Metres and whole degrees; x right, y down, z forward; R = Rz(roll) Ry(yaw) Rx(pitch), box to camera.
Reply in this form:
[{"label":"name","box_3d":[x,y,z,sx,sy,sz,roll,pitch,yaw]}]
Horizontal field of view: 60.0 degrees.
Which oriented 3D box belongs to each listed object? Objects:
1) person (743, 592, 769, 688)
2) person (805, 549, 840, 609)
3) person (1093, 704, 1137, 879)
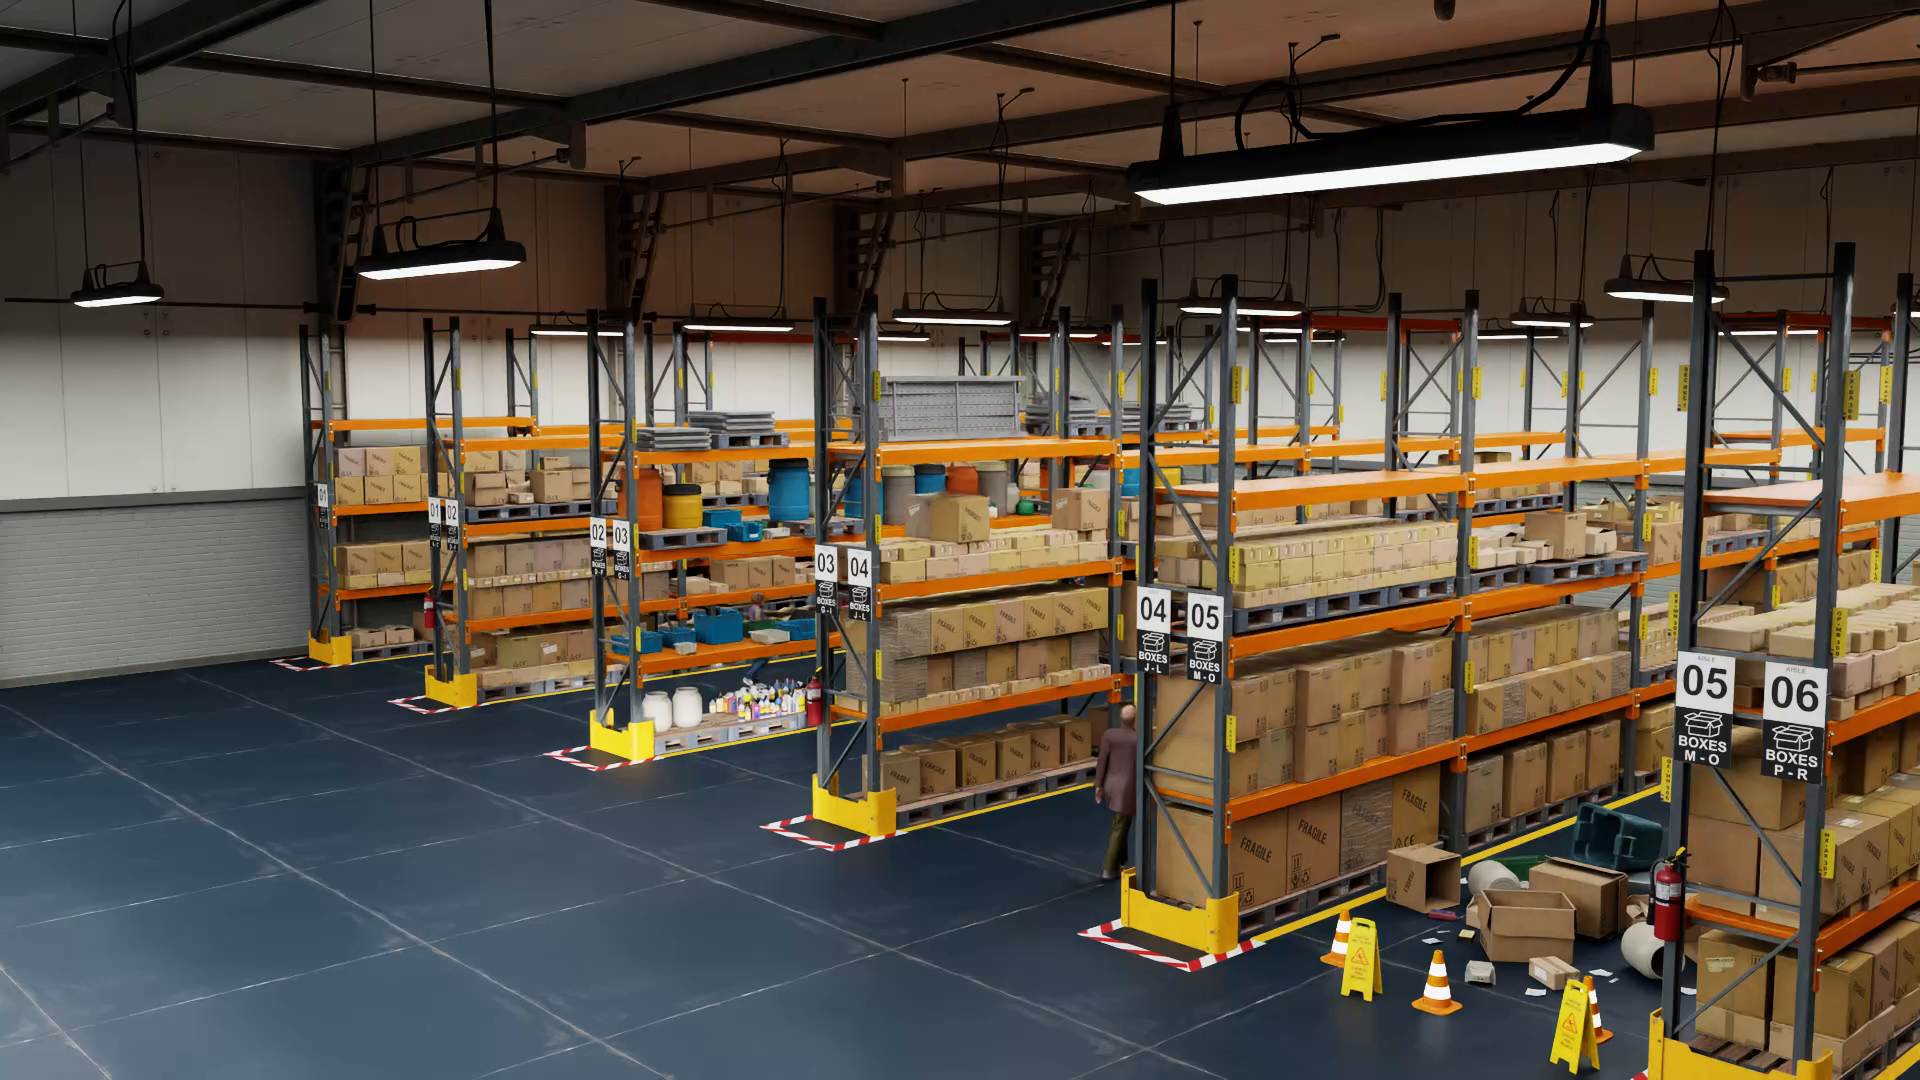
[{"label":"person","box_3d":[-3.345,1.643,27.071,0.431,1.597,0.455,-2,6,-18]},{"label":"person","box_3d":[-2.993,0.725,35.246,0.658,1.696,1.067,5,7,38]},{"label":"person","box_3d":[1.673,2.594,17.003,0.568,1.834,0.607,5,8,42]}]
